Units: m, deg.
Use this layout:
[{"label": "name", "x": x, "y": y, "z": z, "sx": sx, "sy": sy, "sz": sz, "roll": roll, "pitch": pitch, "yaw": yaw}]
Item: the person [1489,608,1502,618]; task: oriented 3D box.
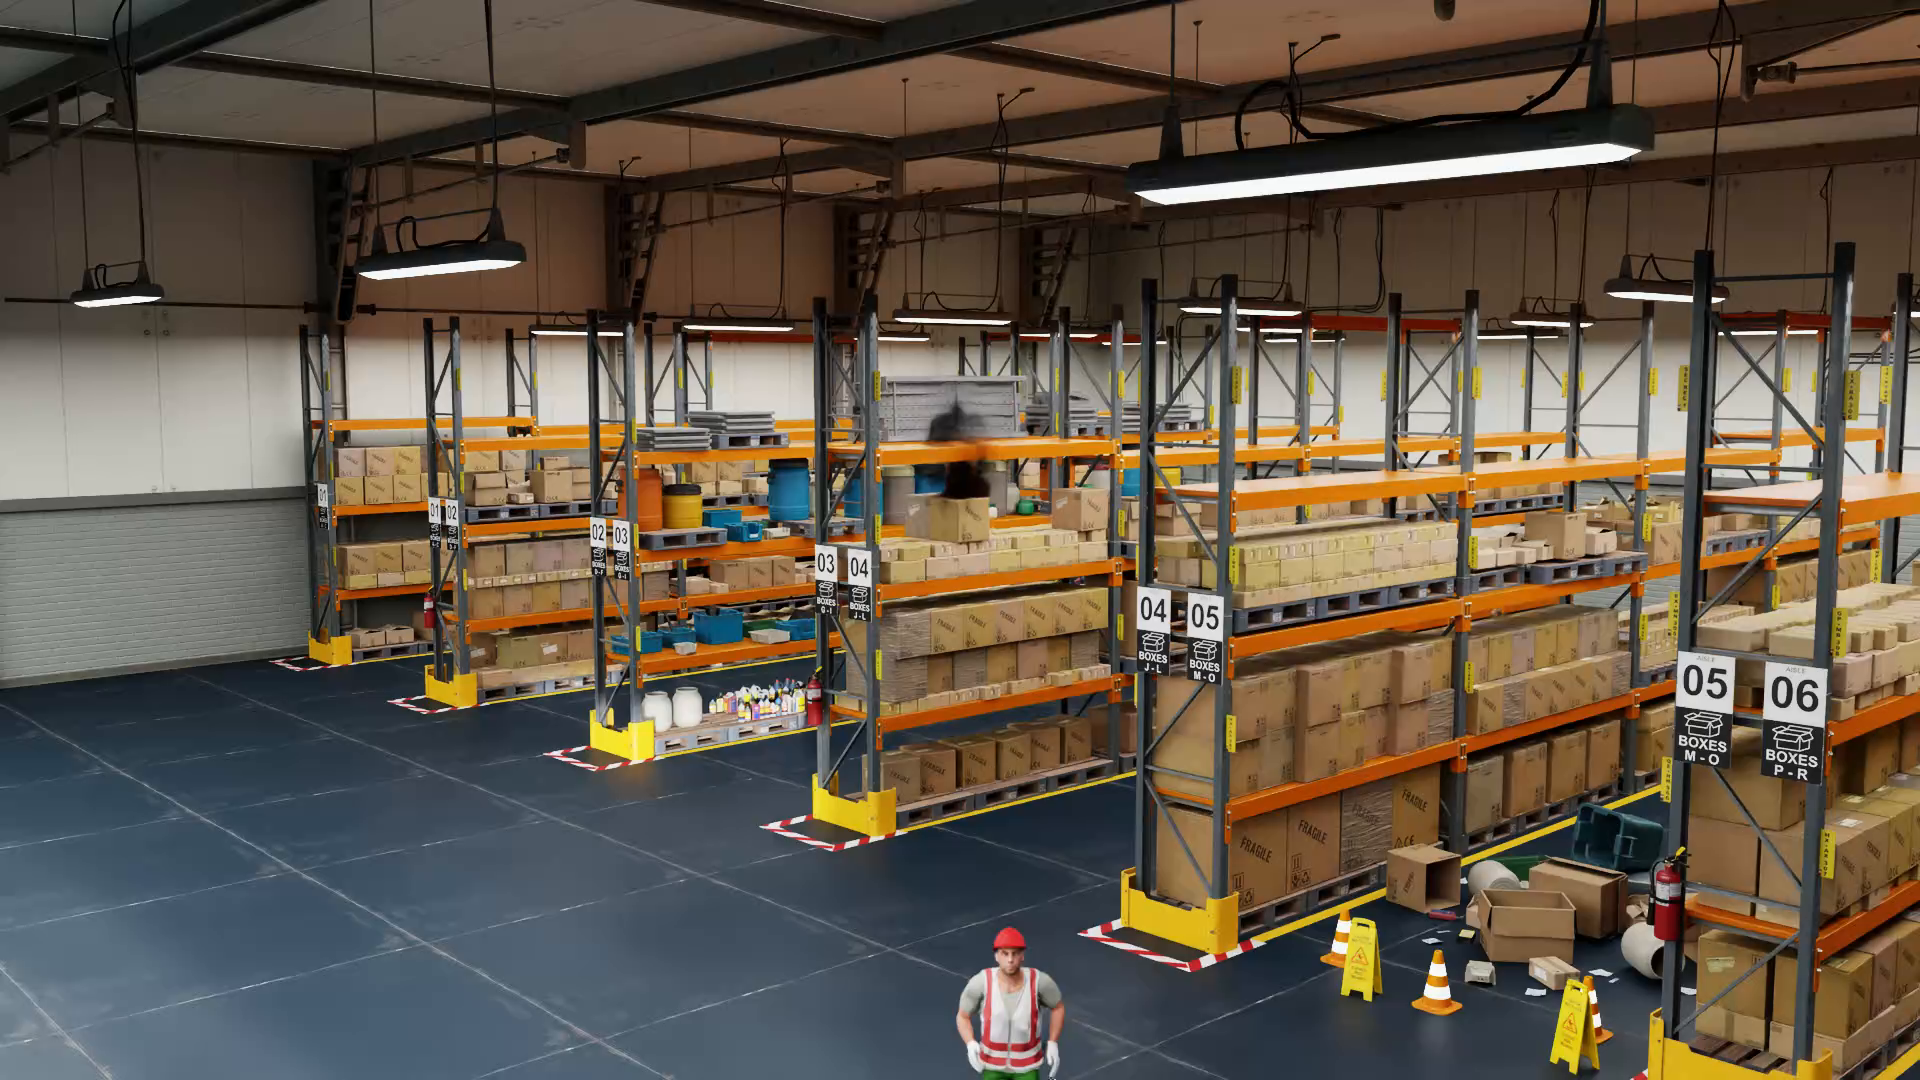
[{"label": "person", "x": 8.099, "y": 1.815, "z": 25.251, "sx": 0.687, "sy": 1.607, "sz": 0.580, "roll": -5, "pitch": 8, "yaw": -43}]

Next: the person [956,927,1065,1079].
[{"label": "person", "x": 0.302, "y": 3.254, "z": 10.259, "sx": 0.669, "sy": 1.746, "sz": 0.580, "roll": 1, "pitch": 6, "yaw": 5}]
